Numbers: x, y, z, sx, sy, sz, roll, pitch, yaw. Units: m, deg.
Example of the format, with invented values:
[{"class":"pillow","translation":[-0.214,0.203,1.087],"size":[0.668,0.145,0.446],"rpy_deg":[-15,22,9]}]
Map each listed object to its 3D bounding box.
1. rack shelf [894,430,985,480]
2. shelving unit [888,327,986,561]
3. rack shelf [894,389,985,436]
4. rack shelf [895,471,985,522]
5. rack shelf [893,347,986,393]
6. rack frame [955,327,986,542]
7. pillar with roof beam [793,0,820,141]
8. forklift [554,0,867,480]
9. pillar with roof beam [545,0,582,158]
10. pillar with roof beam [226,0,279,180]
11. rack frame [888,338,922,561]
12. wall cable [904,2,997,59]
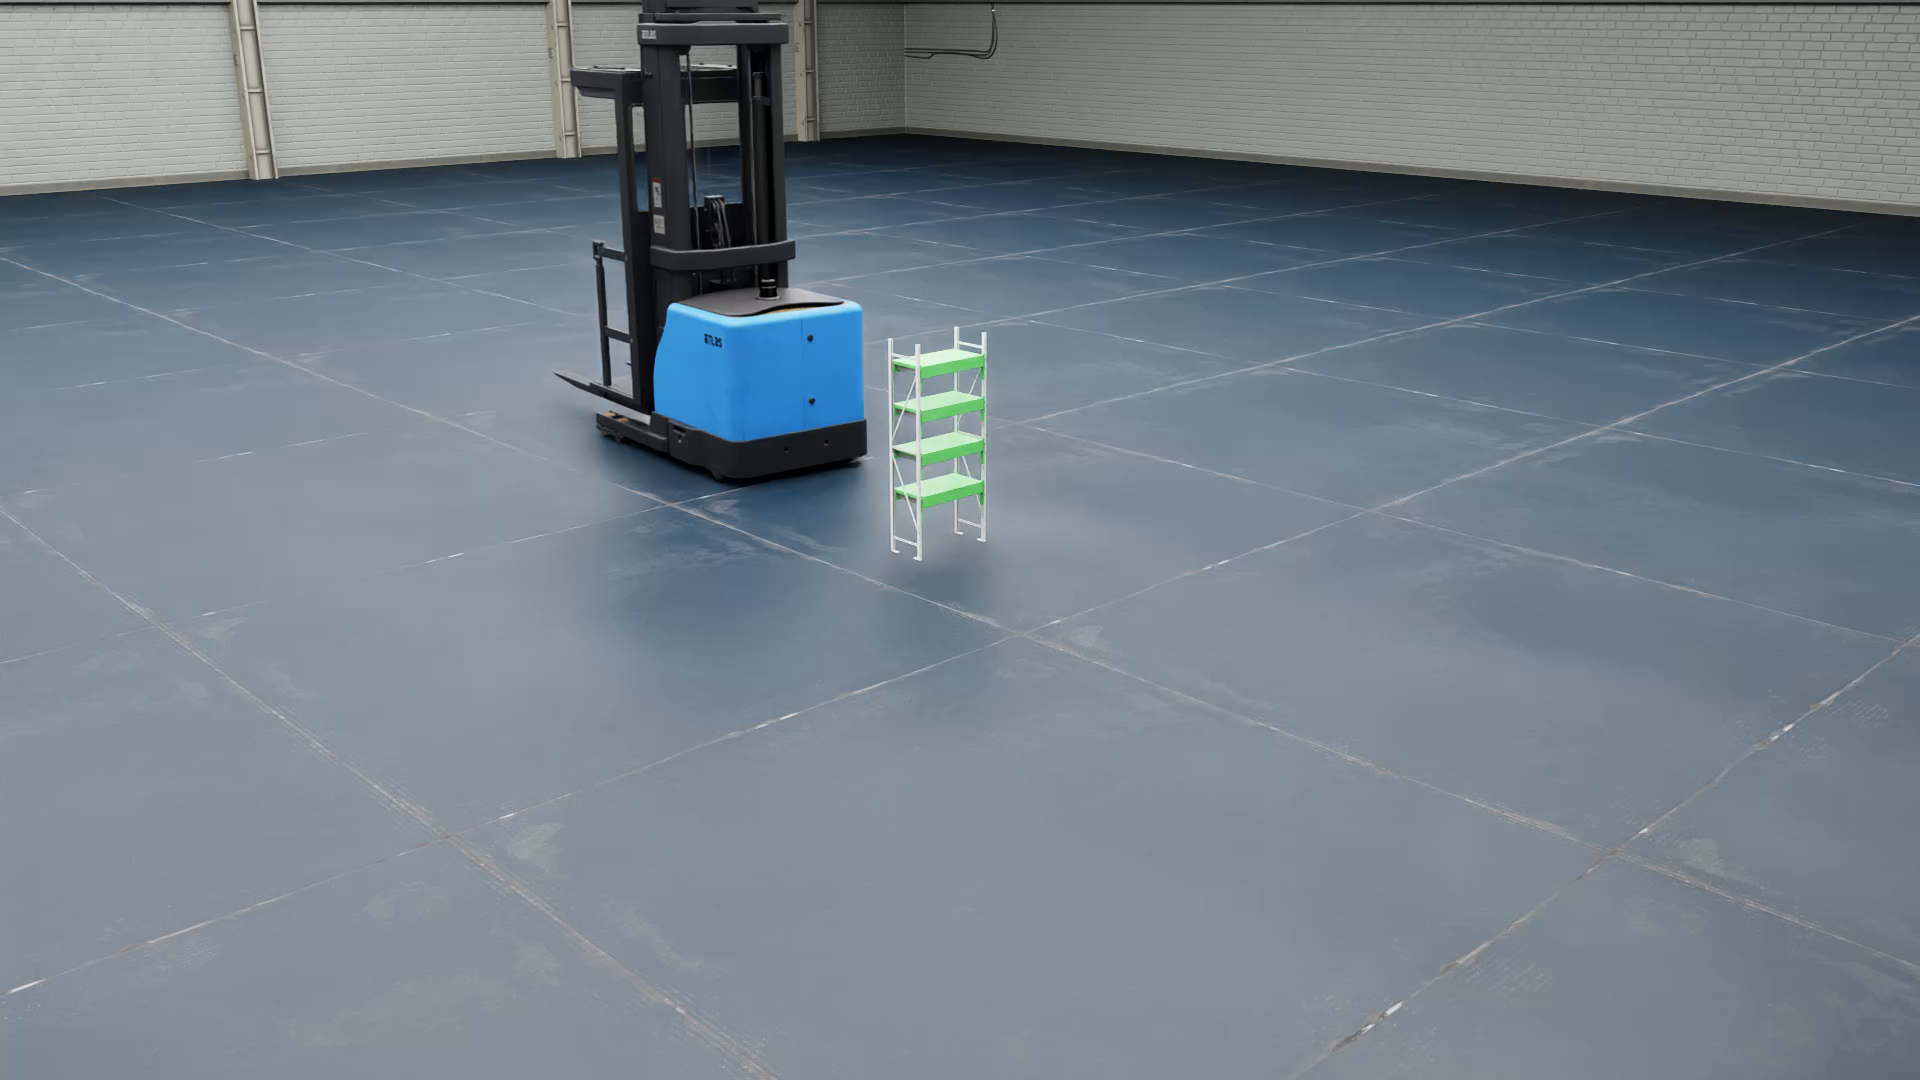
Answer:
[{"class":"rack shelf","translation":[-0.120,-0.475,9.211],"size":[0.480,0.148,0.258],"rpy_deg":[-16,24,-41]},{"class":"shelving unit","translation":[-0.120,-0.536,9.191],"size":[0.503,1.200,0.258],"rpy_deg":[-16,24,-41]},{"class":"rack shelf","translation":[-0.120,-0.703,9.137],"size":[0.480,0.148,0.258],"rpy_deg":[-16,24,-41]},{"class":"rack shelf","translation":[-0.120,-0.247,9.285],"size":[0.480,0.148,0.258],"rpy_deg":[-16,24,-41]},{"class":"rack shelf","translation":[-0.120,-0.931,9.063],"size":[0.480,0.148,0.258],"rpy_deg":[-16,24,-41]},{"class":"rack frame","translation":[0.057,-0.587,9.351],"size":[0.015,1.200,0.240],"rpy_deg":[-16,24,-41]},{"class":"pillar with roof beam","translation":[-0.378,-12.120,32.277],"size":[0.400,9.000,9.100],"rpy_deg":[-16,24,-41]},{"class":"forklift","translation":[-1.917,-2.164,11.407],"size":[1.130,2.935,3.031],"rpy_deg":[-14,22,-36]},{"class":"pillar with roof beam","translation":[-4.738,-10.849,28.355],"size":[0.400,9.000,9.100],"rpy_deg":[-16,24,-41]},{"class":"pillar with roof beam","translation":[-9.098,-9.578,24.434],"size":[0.400,9.000,9.100],"rpy_deg":[-16,24,-41]},{"class":"rack frame","translation":[-0.298,-0.484,9.032],"size":[0.015,1.200,0.240],"rpy_deg":[-16,24,-41]},{"class":"wall cable","translation":[-0.287,-11.936,36.742],"size":[0.112,2.526,3.097],"rpy_deg":[-16,24,-41]}]
